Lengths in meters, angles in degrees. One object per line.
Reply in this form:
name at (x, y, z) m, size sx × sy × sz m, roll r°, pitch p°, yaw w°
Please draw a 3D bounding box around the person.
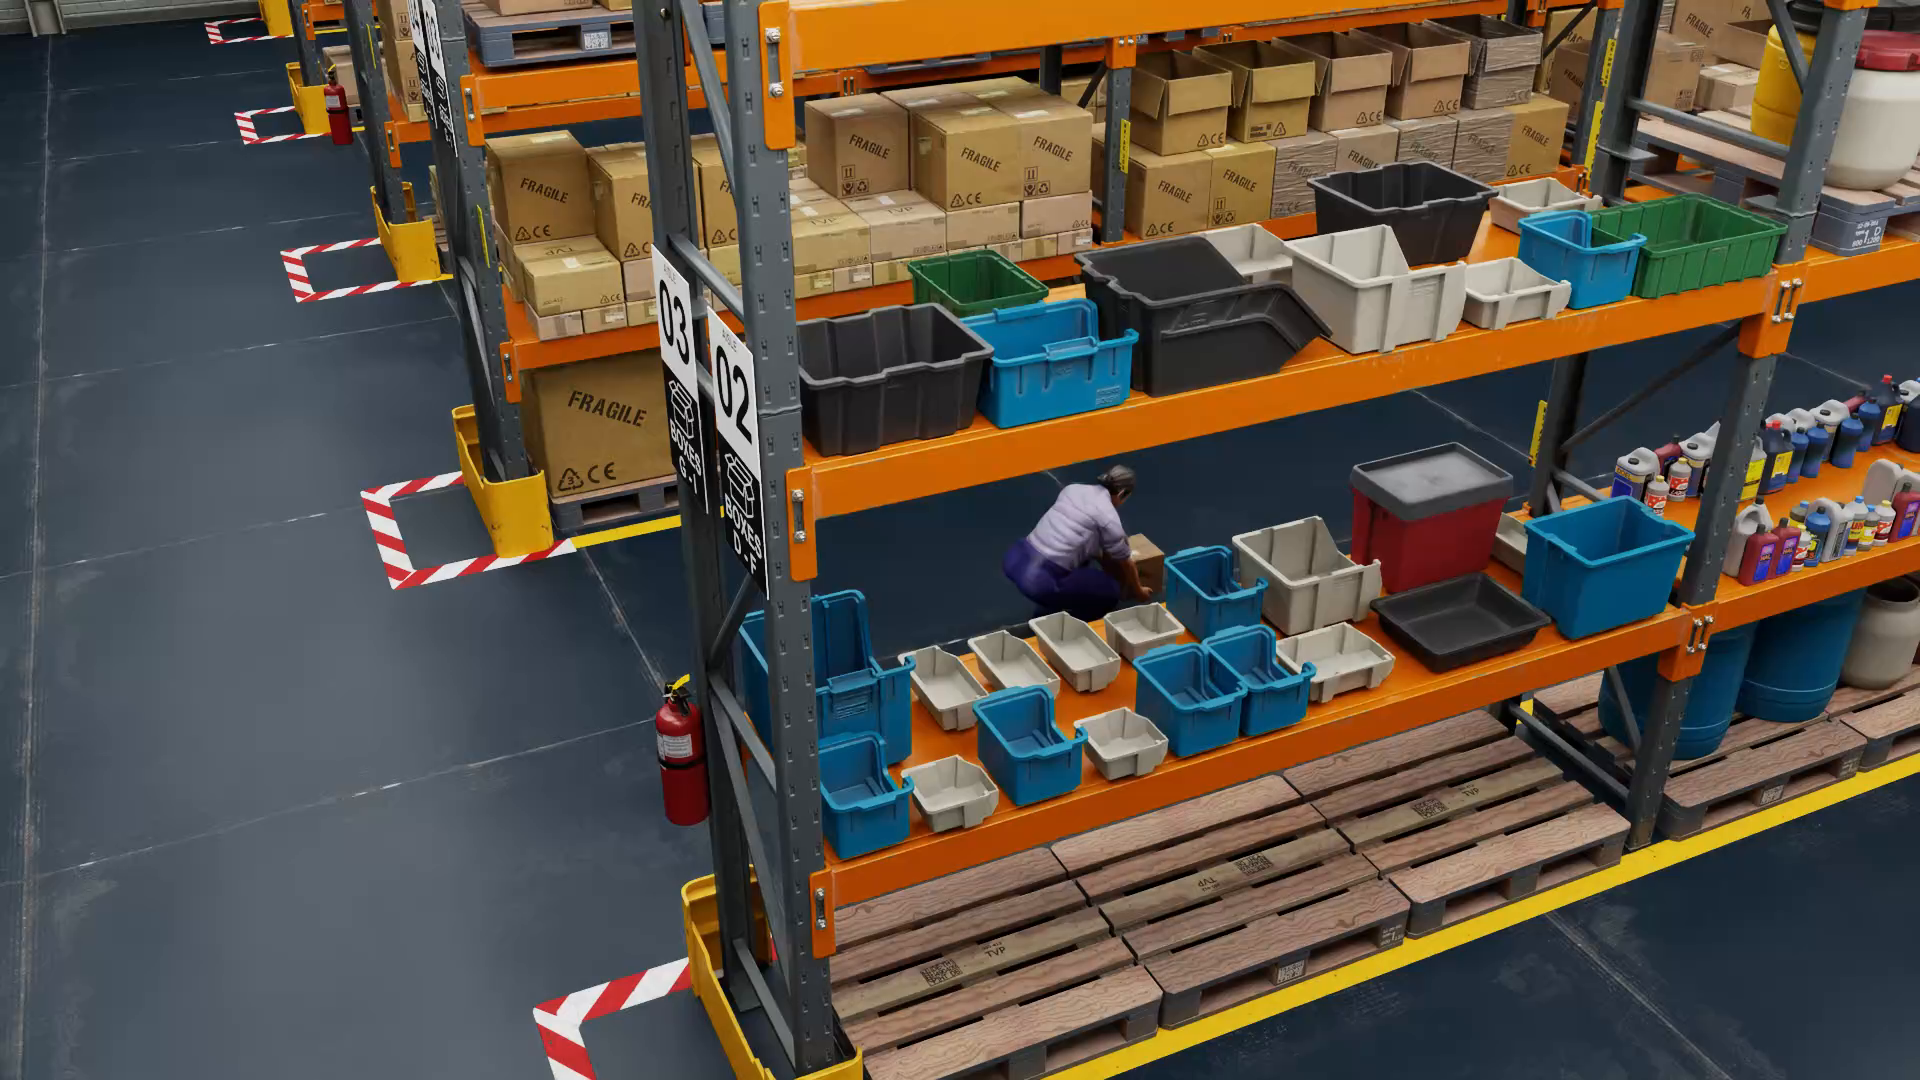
person at (0.628, 0.098, 9.000) m, size 0.829 × 0.953 × 0.526 m, roll -13°, pitch 32°, yaw -22°
